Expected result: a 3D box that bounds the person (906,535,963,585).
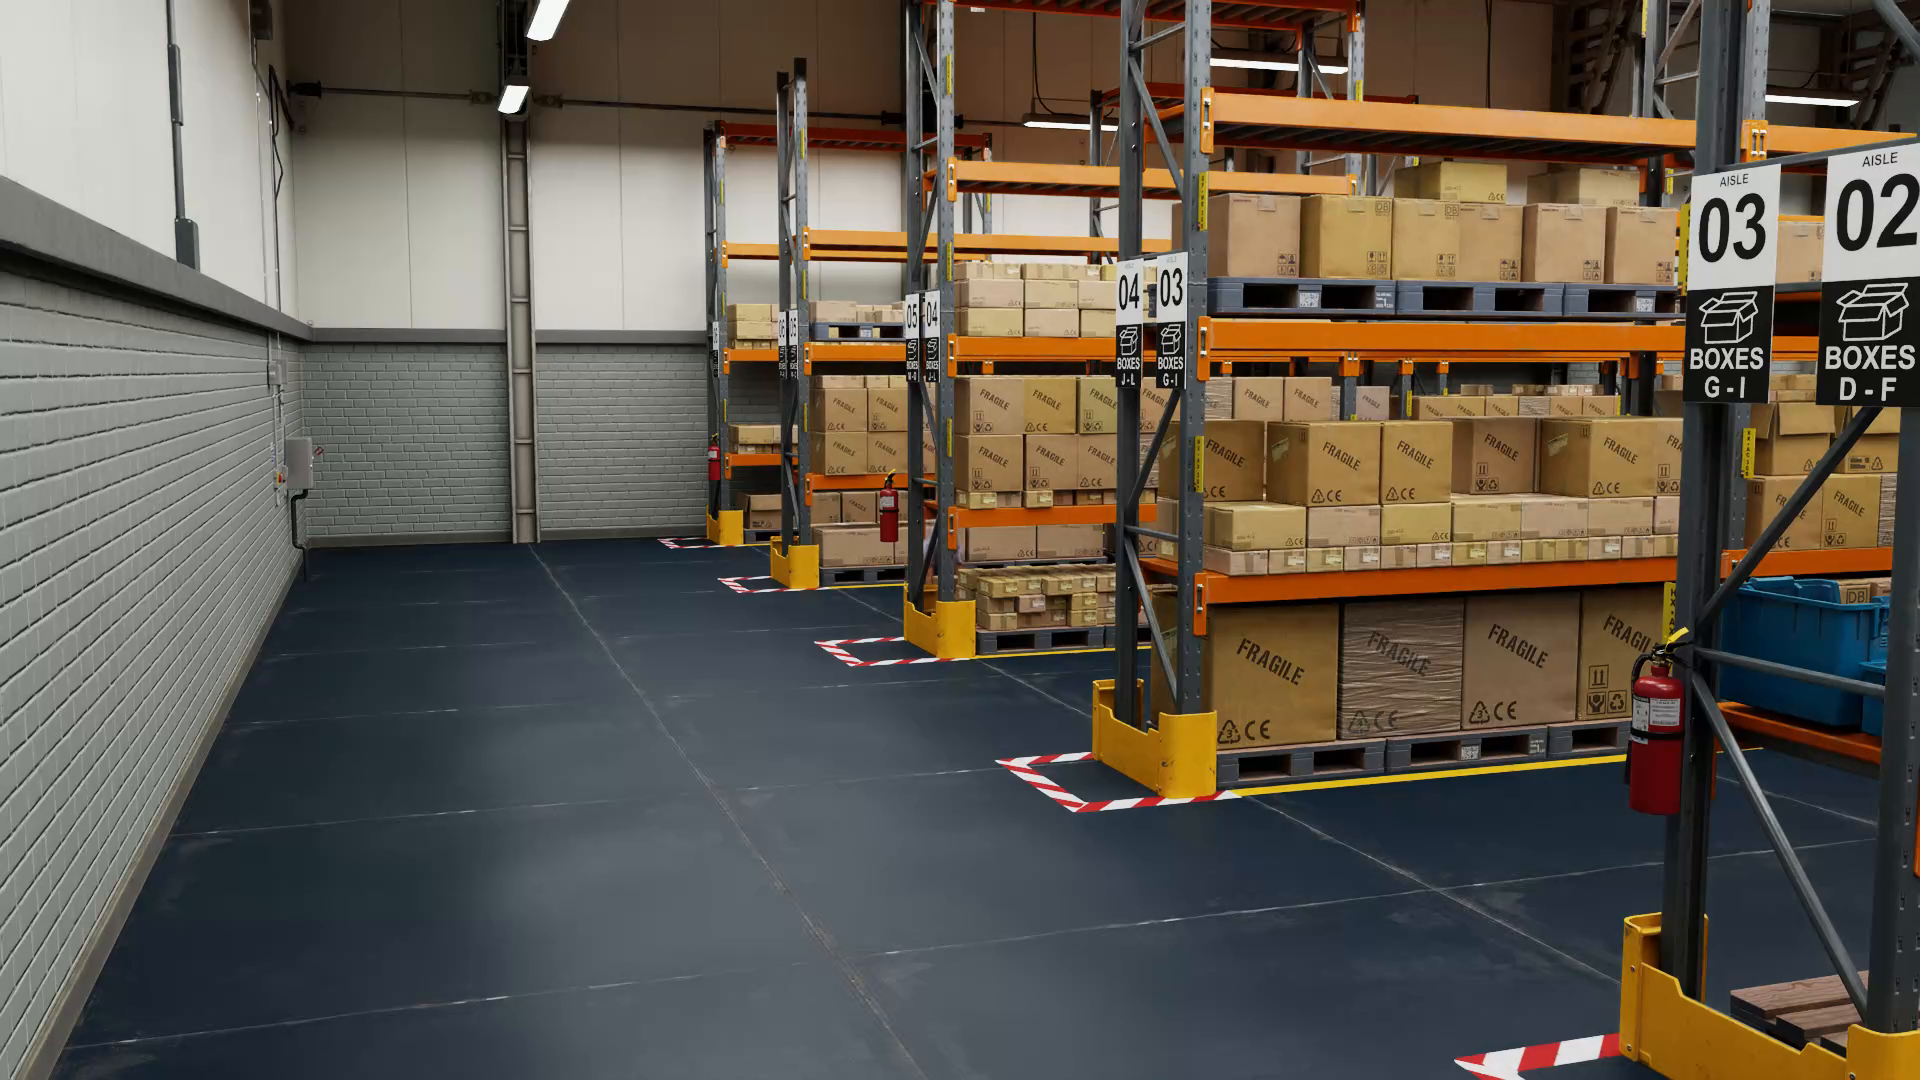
[{"bbox_3d":[-0.237,0.328,16.997,0.507,0.938,0.860,-2,6,-20],"label":"person"}]
